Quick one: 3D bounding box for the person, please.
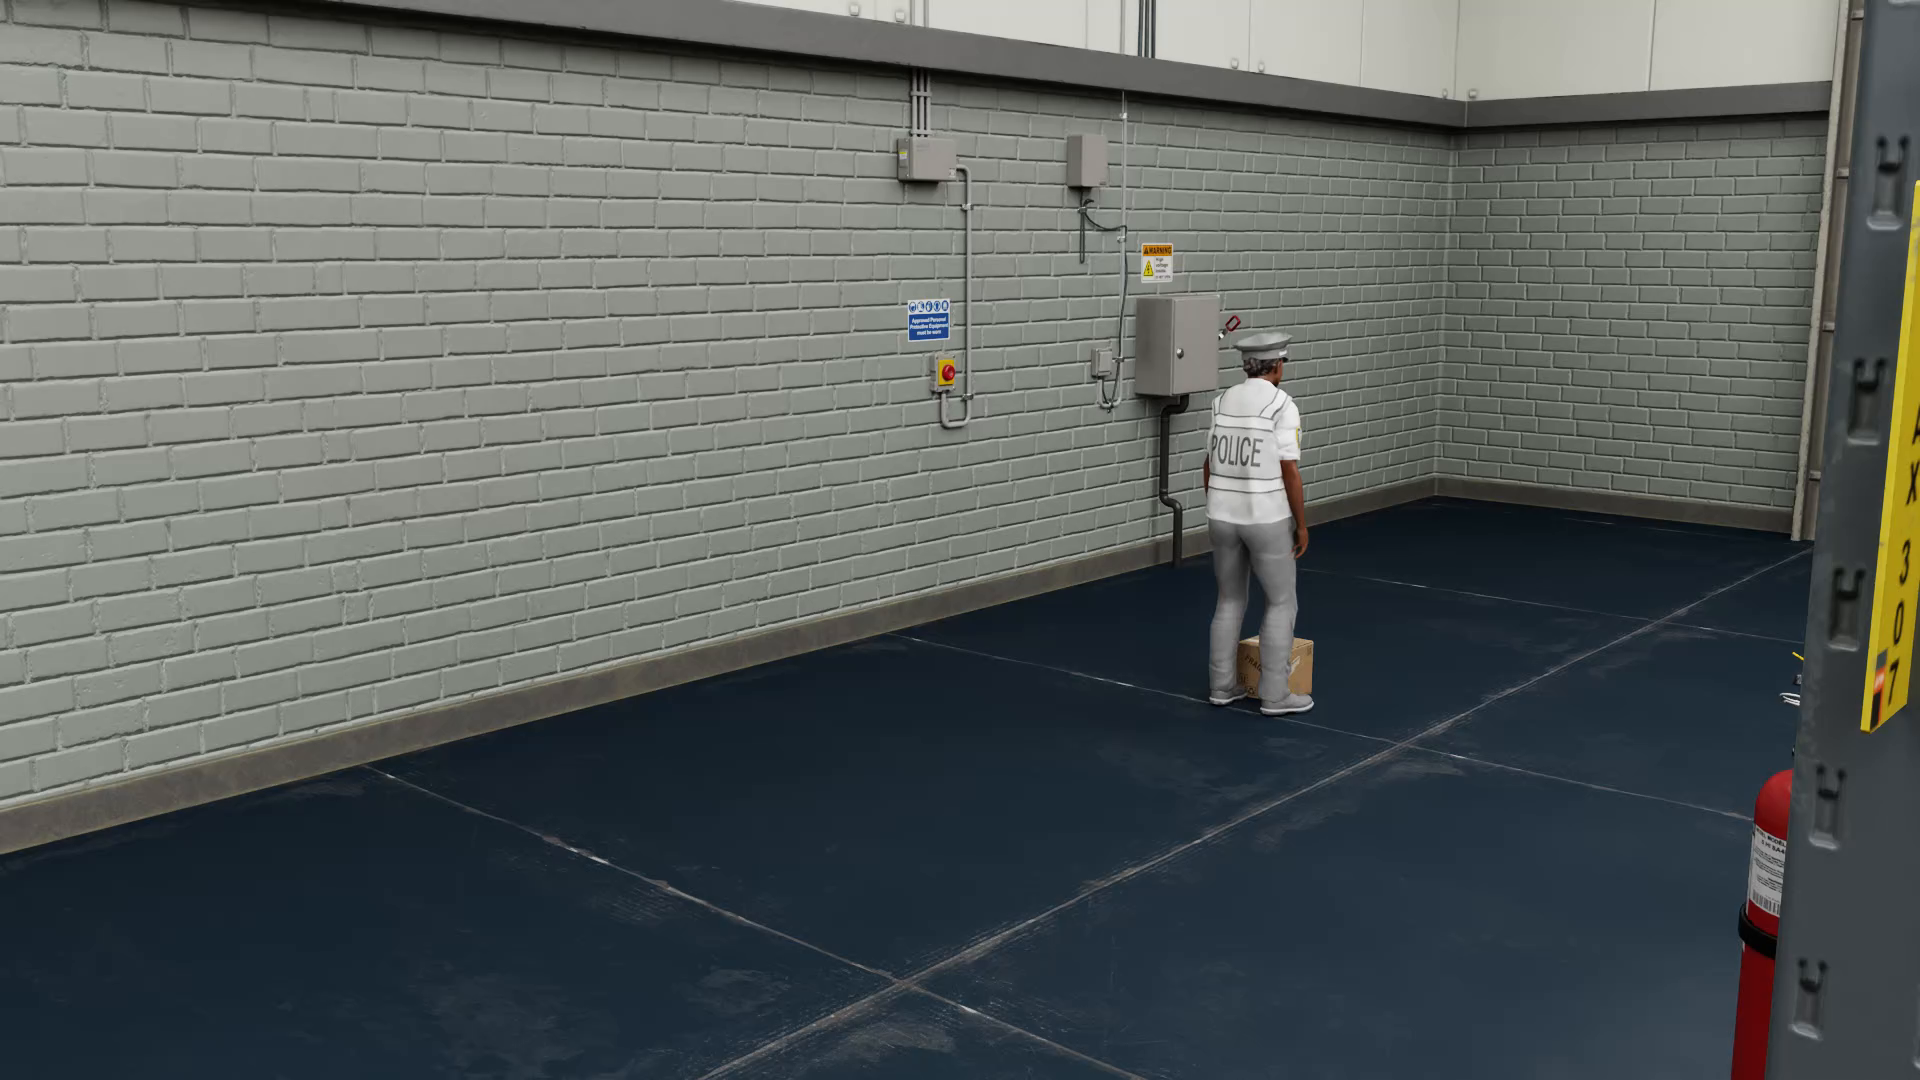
[{"bbox_3d":[1.299,-0.073,7.315,0.505,1.659,0.392,9,14,41],"label":"person"}]
